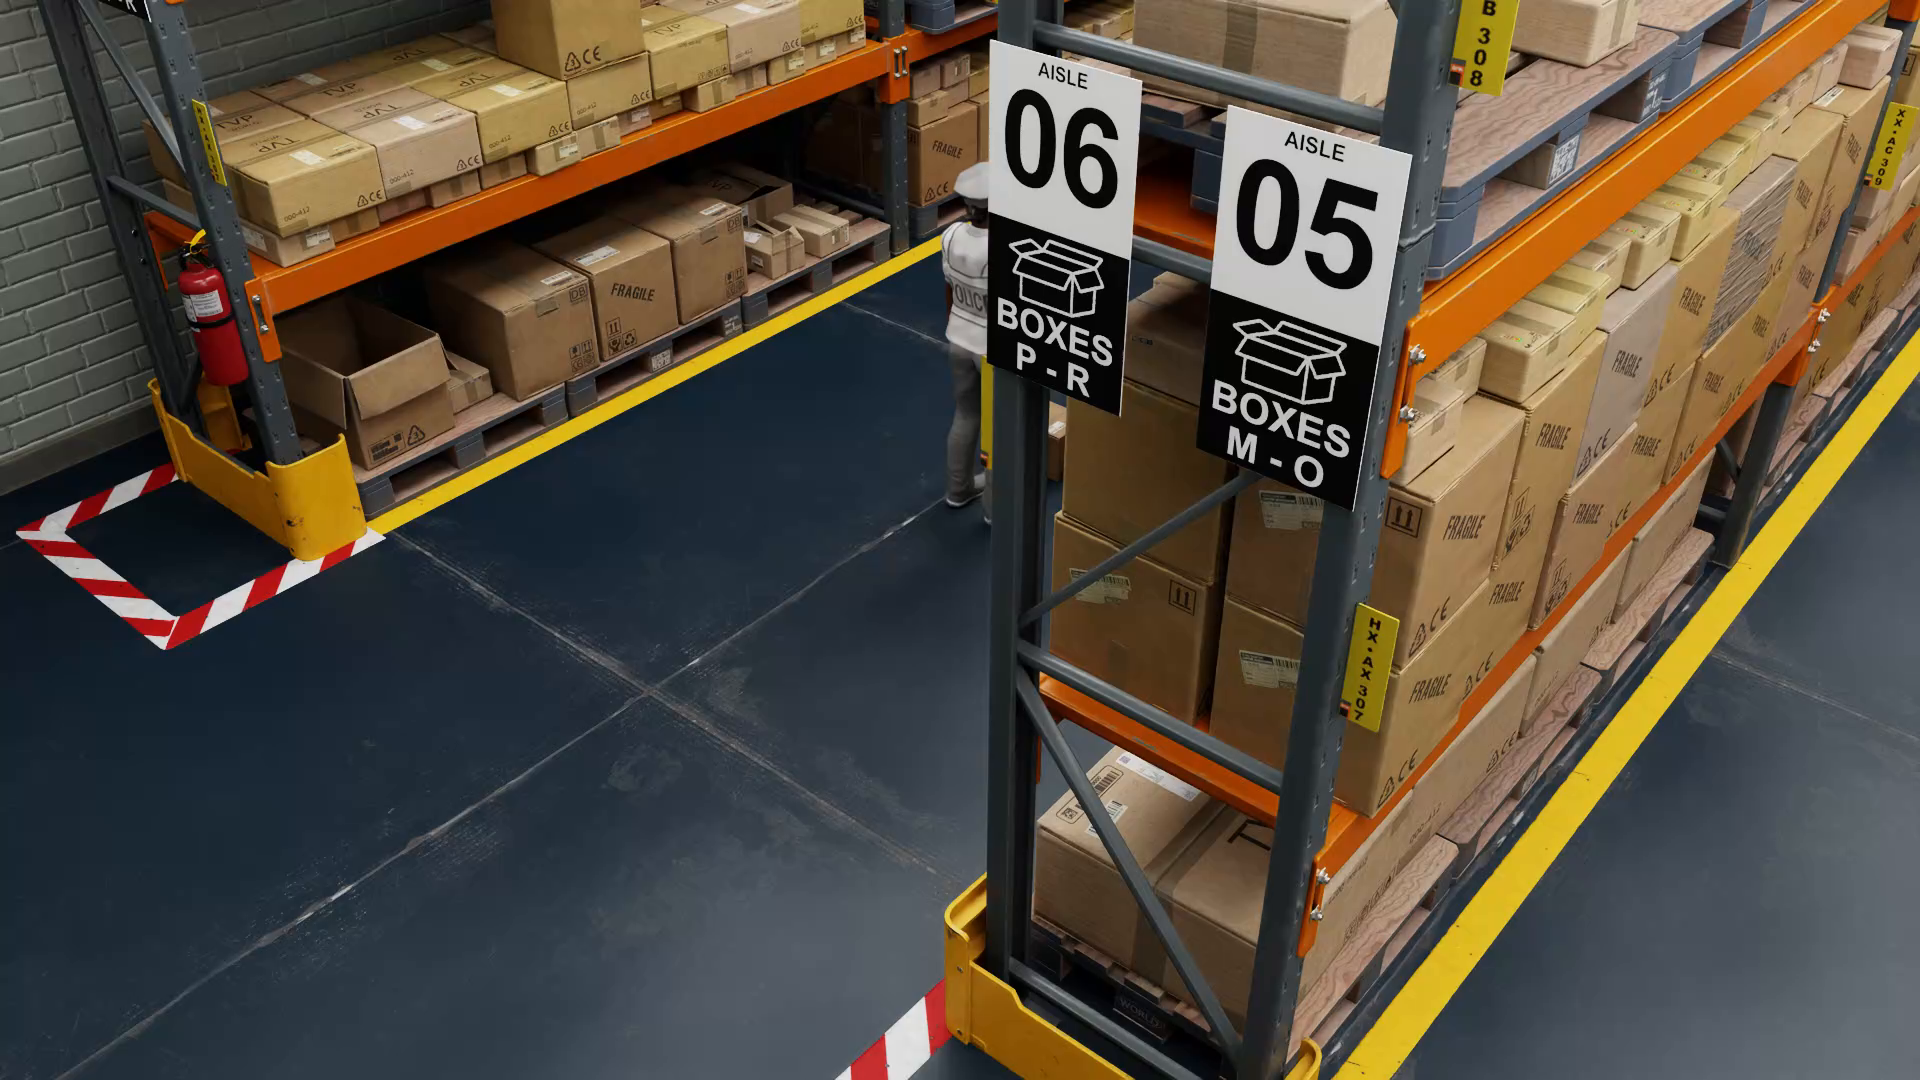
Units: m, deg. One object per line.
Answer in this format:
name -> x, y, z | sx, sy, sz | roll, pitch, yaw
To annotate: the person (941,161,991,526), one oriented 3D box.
person -> 0.122, -0.845, 7.333 | 0.426, 1.679, 0.323 | 27, 43, 33
